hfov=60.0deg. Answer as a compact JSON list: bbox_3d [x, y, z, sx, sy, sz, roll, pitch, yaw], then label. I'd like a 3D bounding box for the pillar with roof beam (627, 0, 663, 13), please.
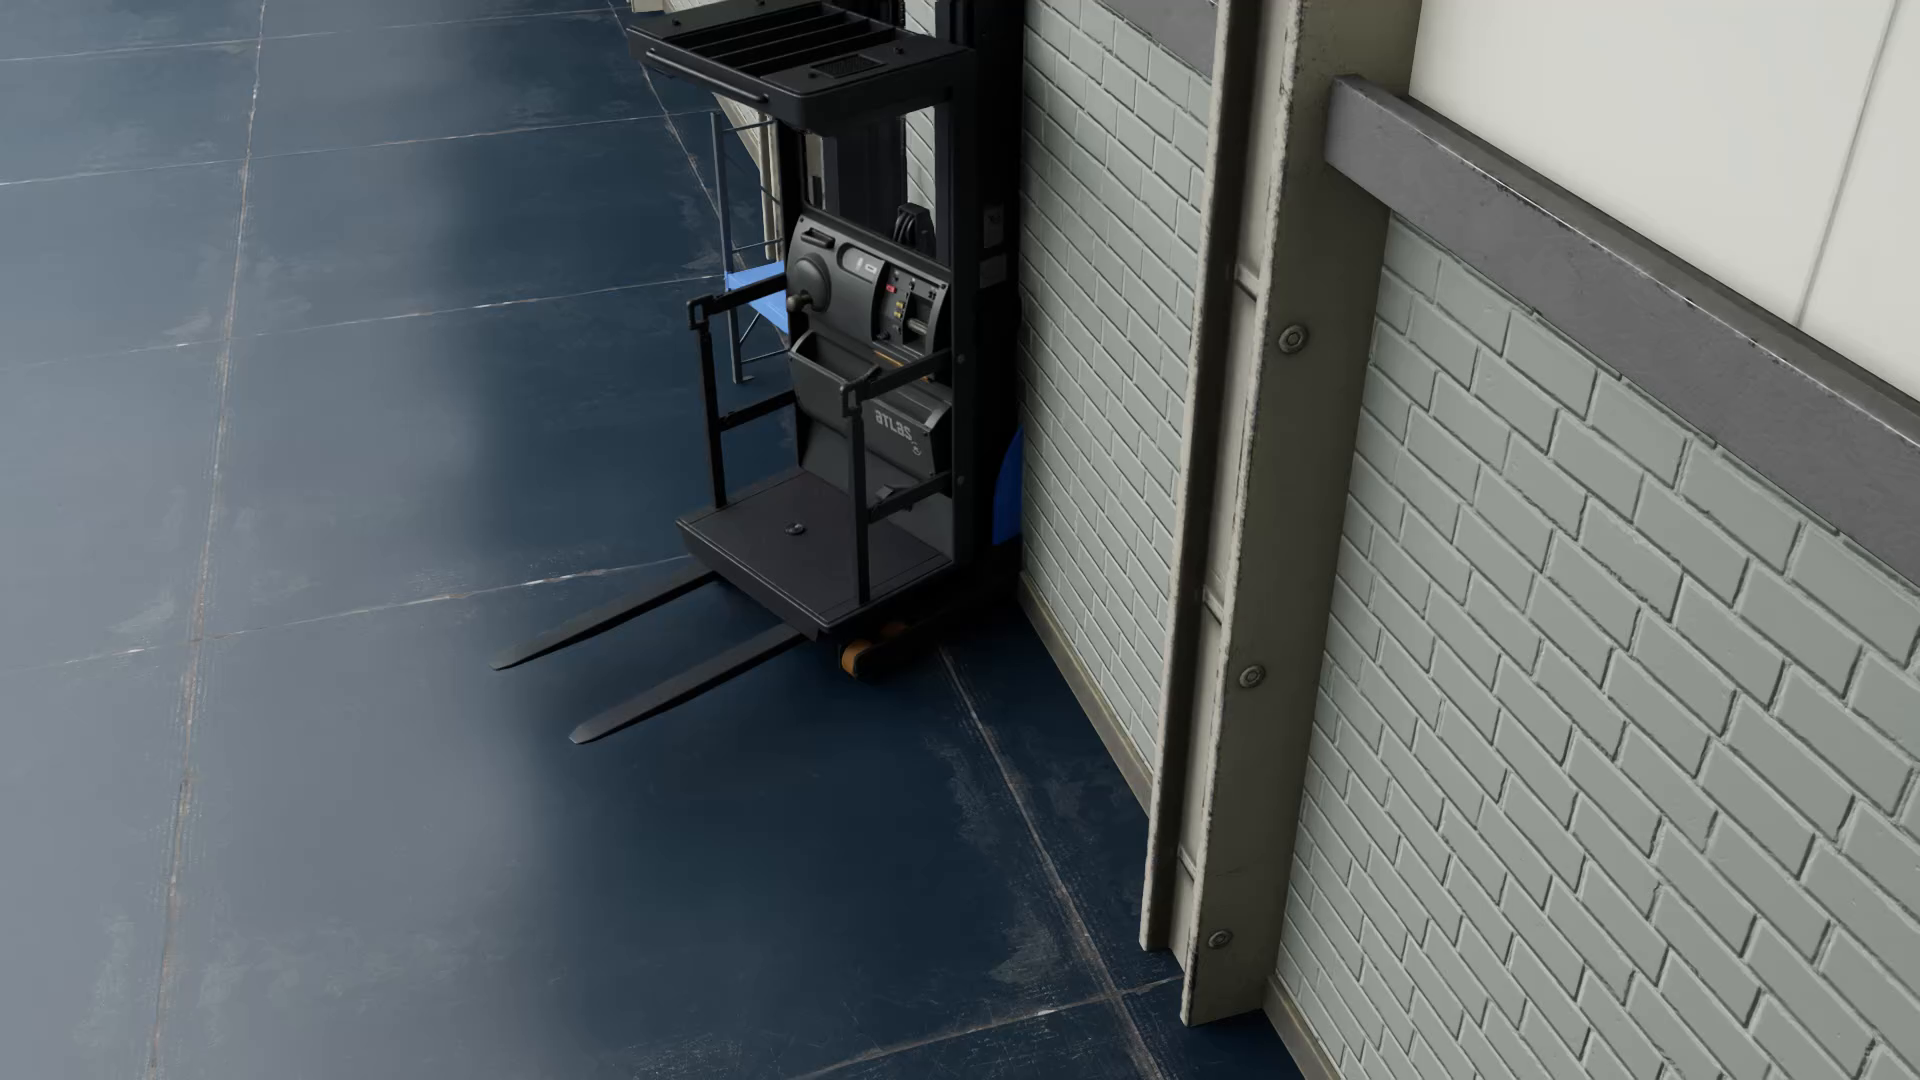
[{"bbox_3d":[-6.943,-7.887,11.523,9.100,9.000,0.400,-10,35,-15],"label":"pillar with roof beam"}]

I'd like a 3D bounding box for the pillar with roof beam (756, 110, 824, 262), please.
[{"bbox_3d":[-5.113,-4.737,6.756,9.100,9.000,0.400,-10,35,-15],"label":"pillar with roof beam"}]

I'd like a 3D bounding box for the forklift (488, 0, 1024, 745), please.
[{"bbox_3d":[-0.534,-0.973,6.564,3.031,2.935,1.130,-27,42,-34],"label":"forklift"}]

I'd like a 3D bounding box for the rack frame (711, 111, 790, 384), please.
[{"bbox_3d":[-1.017,-1.556,8.745,0.500,1.500,0.032,-20,38,-27],"label":"rack frame"}]

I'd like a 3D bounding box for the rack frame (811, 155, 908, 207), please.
[{"bbox_3d":[-0.459,-1.088,8.036,0.500,1.500,0.032,-20,38,-27],"label":"rack frame"}]

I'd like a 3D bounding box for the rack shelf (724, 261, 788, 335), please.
[{"bbox_3d":[-0.738,-1.172,8.490,0.538,0.185,1.000,-20,38,-27],"label":"rack shelf"}]

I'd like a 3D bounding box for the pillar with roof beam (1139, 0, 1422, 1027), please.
[{"bbox_3d":[-3.283,-1.587,1.988,9.100,9.000,0.400,-10,35,-15],"label":"pillar with roof beam"}]

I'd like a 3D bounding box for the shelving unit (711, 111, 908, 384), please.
[{"bbox_3d":[-0.738,-1.322,8.390,0.538,1.500,1.048,-20,38,-27],"label":"shelving unit"}]
